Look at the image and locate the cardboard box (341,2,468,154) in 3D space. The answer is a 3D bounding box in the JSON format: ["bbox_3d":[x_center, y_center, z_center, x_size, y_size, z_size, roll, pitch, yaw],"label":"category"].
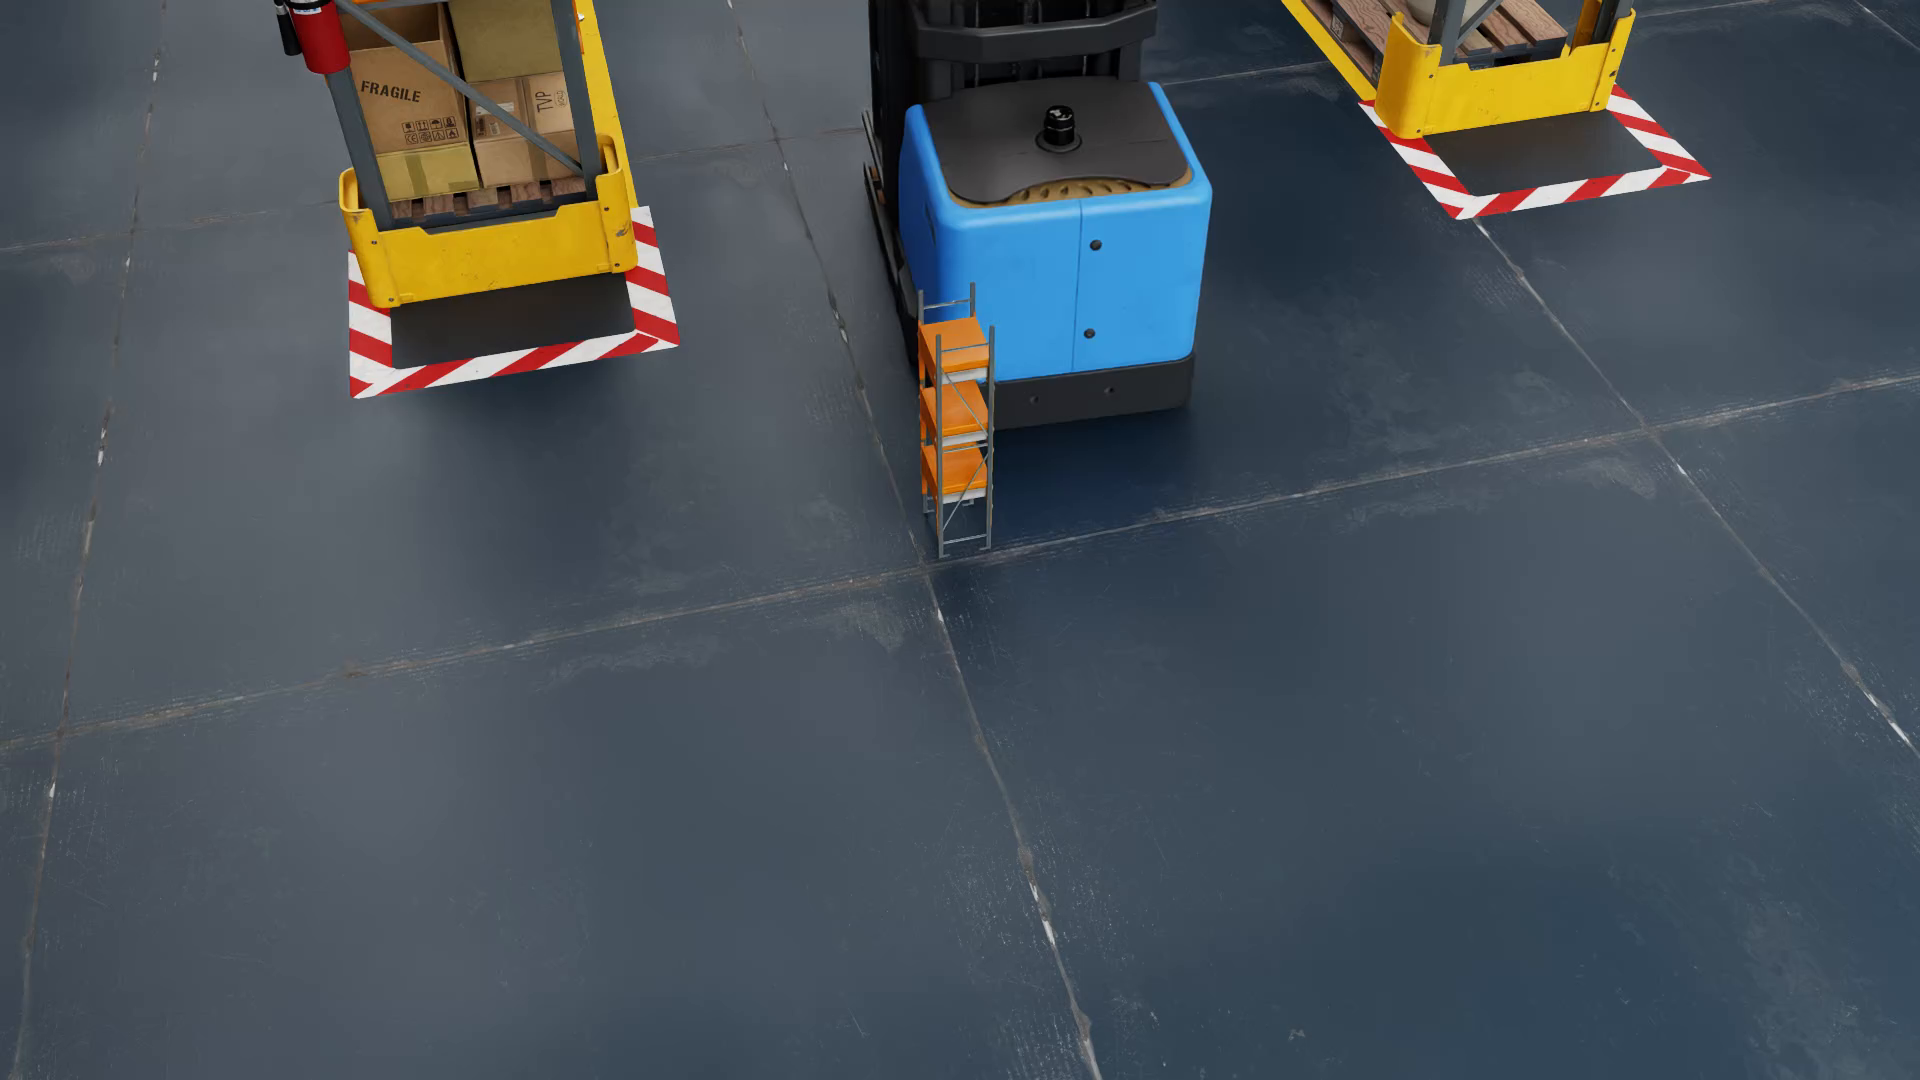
[{"bbox_3d":[-2.472,-2.053,7.268,0.500,0.500,0.500,-11,47,-10],"label":"cardboard box"}]

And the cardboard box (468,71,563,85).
[{"bbox_3d":[-2.101,-2.230,7.967,0.500,0.250,0.500,-11,47,-10],"label":"cardboard box"}]

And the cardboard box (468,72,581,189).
[{"bbox_3d":[-1.969,-1.886,7.629,0.500,0.250,0.500,-11,47,-10],"label":"cardboard box"}]

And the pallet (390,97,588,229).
[{"bbox_3d":[-2.283,-1.835,7.900,1.003,0.211,1.213,-11,47,-10],"label":"pallet"}]

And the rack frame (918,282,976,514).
[{"bbox_3d":[-0.045,-0.489,5.994,0.200,1.050,0.008,-11,47,-10],"label":"rack frame"}]

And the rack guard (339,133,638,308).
[{"bbox_3d":[-2.041,-1.399,7.271,1.175,0.500,0.348,-11,47,-10],"label":"rack guard"}]

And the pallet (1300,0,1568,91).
[{"bbox_3d":[2.475,-2.823,8.869,1.003,0.211,1.213,-11,47,-10],"label":"pallet"}]

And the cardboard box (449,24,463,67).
[{"bbox_3d":[-2.739,-2.479,8.210,0.500,0.250,0.500,-11,47,-10],"label":"cardboard box"}]

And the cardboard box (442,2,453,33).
[{"bbox_3d":[-2.742,-2.741,7.942,0.500,0.500,0.500,-11,47,-10],"label":"cardboard box"}]

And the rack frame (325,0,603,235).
[{"bbox_3d":[-2.047,-2.290,6.394,1.000,3.000,0.127,-11,47,-10],"label":"rack frame"}]

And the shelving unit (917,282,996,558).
[{"bbox_3d":[-0.014,-0.404,5.911,0.215,1.050,0.252,-11,47,-10],"label":"shelving unit"}]

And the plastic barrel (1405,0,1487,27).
[{"bbox_3d":[2.500,-2.910,8.450,0.421,0.512,0.421,0,46,0],"label":"plastic barrel"}]

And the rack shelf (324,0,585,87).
[{"bbox_3d":[-2.559,-3.419,8.004,1.077,0.370,4.000,-11,47,-10],"label":"rack shelf"}]

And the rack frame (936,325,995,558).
[{"bbox_3d":[0.018,-0.320,5.829,0.200,1.050,0.008,-11,47,-10],"label":"rack frame"}]

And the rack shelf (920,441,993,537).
[{"bbox_3d":[-0.014,-0.202,6.117,0.215,0.259,0.240,-11,47,-10],"label":"rack shelf"}]

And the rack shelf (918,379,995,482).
[{"bbox_3d":[-0.014,-0.397,5.919,0.215,0.259,0.240,-11,47,-10],"label":"rack shelf"}]

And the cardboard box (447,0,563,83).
[{"bbox_3d":[-2.099,-2.493,7.699,0.500,0.500,0.500,-11,47,-10],"label":"cardboard box"}]

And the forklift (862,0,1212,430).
[{"bbox_3d":[0.163,-2.511,6.659,1.130,2.935,3.031,-7,46,-7],"label":"forklift"}]

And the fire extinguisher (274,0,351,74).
[{"bbox_3d":[-2.466,-2.097,6.259,0.296,0.674,0.183,-11,47,-10],"label":"fire extinguisher"}]

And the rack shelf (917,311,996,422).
[{"bbox_3d":[-0.014,-0.596,5.716,0.215,0.259,0.240,-11,47,-10],"label":"rack shelf"}]

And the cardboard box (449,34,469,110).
[{"bbox_3d":[-2.609,-2.134,7.872,0.500,0.250,0.500,-11,47,-10],"label":"cardboard box"}]

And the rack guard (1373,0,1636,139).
[{"bbox_3d":[2.678,-2.362,8.215,1.175,0.500,0.348,-11,47,-10],"label":"rack guard"}]

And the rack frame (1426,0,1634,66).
[{"bbox_3d":[2.742,-3.193,7.279,1.000,3.000,0.127,-11,47,-10],"label":"rack frame"}]

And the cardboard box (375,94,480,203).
[{"bbox_3d":[-2.470,-1.791,7.536,0.500,0.250,0.500,-11,47,-10],"label":"cardboard box"}]
